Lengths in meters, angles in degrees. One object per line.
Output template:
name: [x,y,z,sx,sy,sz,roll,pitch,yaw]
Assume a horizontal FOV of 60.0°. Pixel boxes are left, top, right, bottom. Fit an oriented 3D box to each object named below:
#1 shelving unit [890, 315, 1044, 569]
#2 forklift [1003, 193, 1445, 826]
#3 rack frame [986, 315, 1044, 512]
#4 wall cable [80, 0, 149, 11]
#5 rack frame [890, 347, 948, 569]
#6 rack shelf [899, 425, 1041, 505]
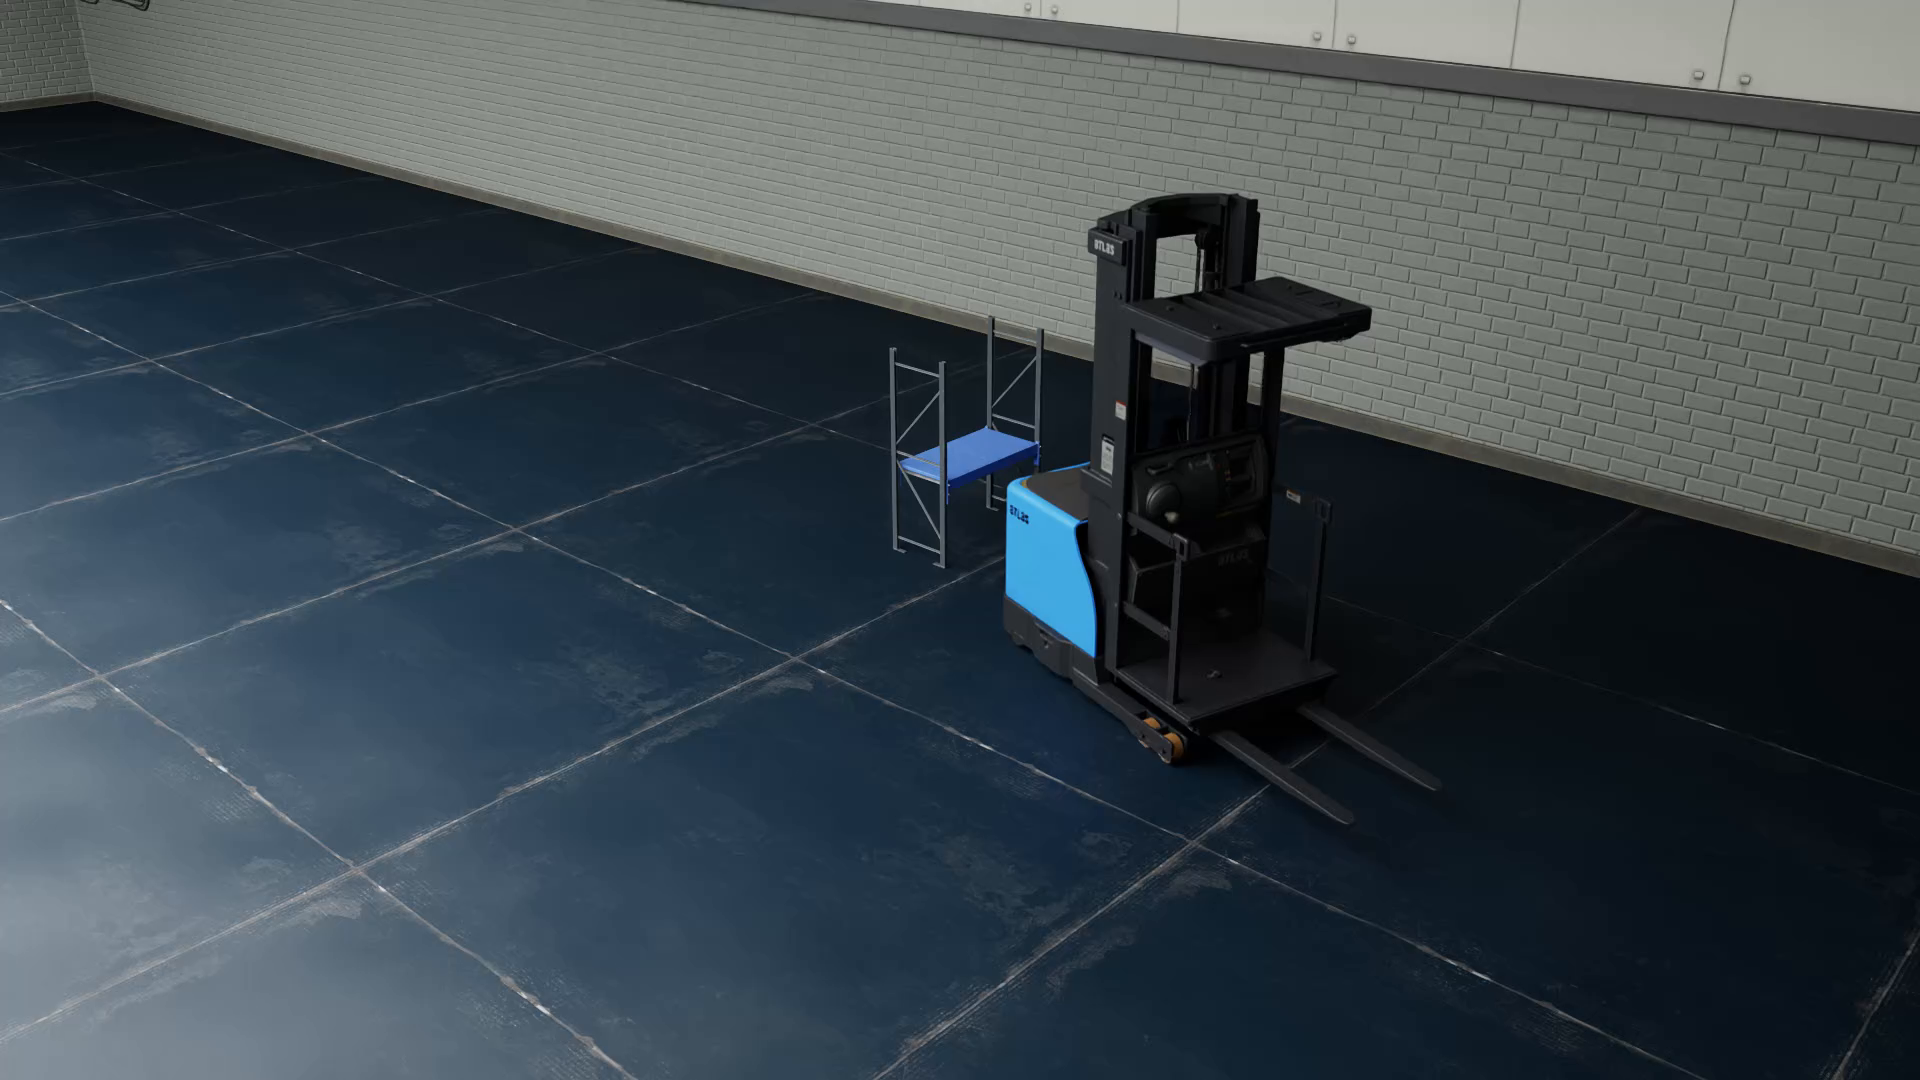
shelving unit: [0.057,-0.710,11.800,0.538,1.500,1.048,20,31,38]
forklift: [1.459,-0.309,9.157,1.130,2.935,3.031,-14,28,-28]
rack frame: [0.396,-0.865,12.146,0.500,1.500,0.032,20,31,38]
wall cable: [-14.192,-10.039,27.235,3.097,2.526,0.112,20,31,38]
rack frame: [-0.282,-0.555,11.455,0.500,1.500,0.032,20,31,38]
rack shelf: [0.057,-0.546,11.874,0.538,0.185,1.000,20,31,38]
